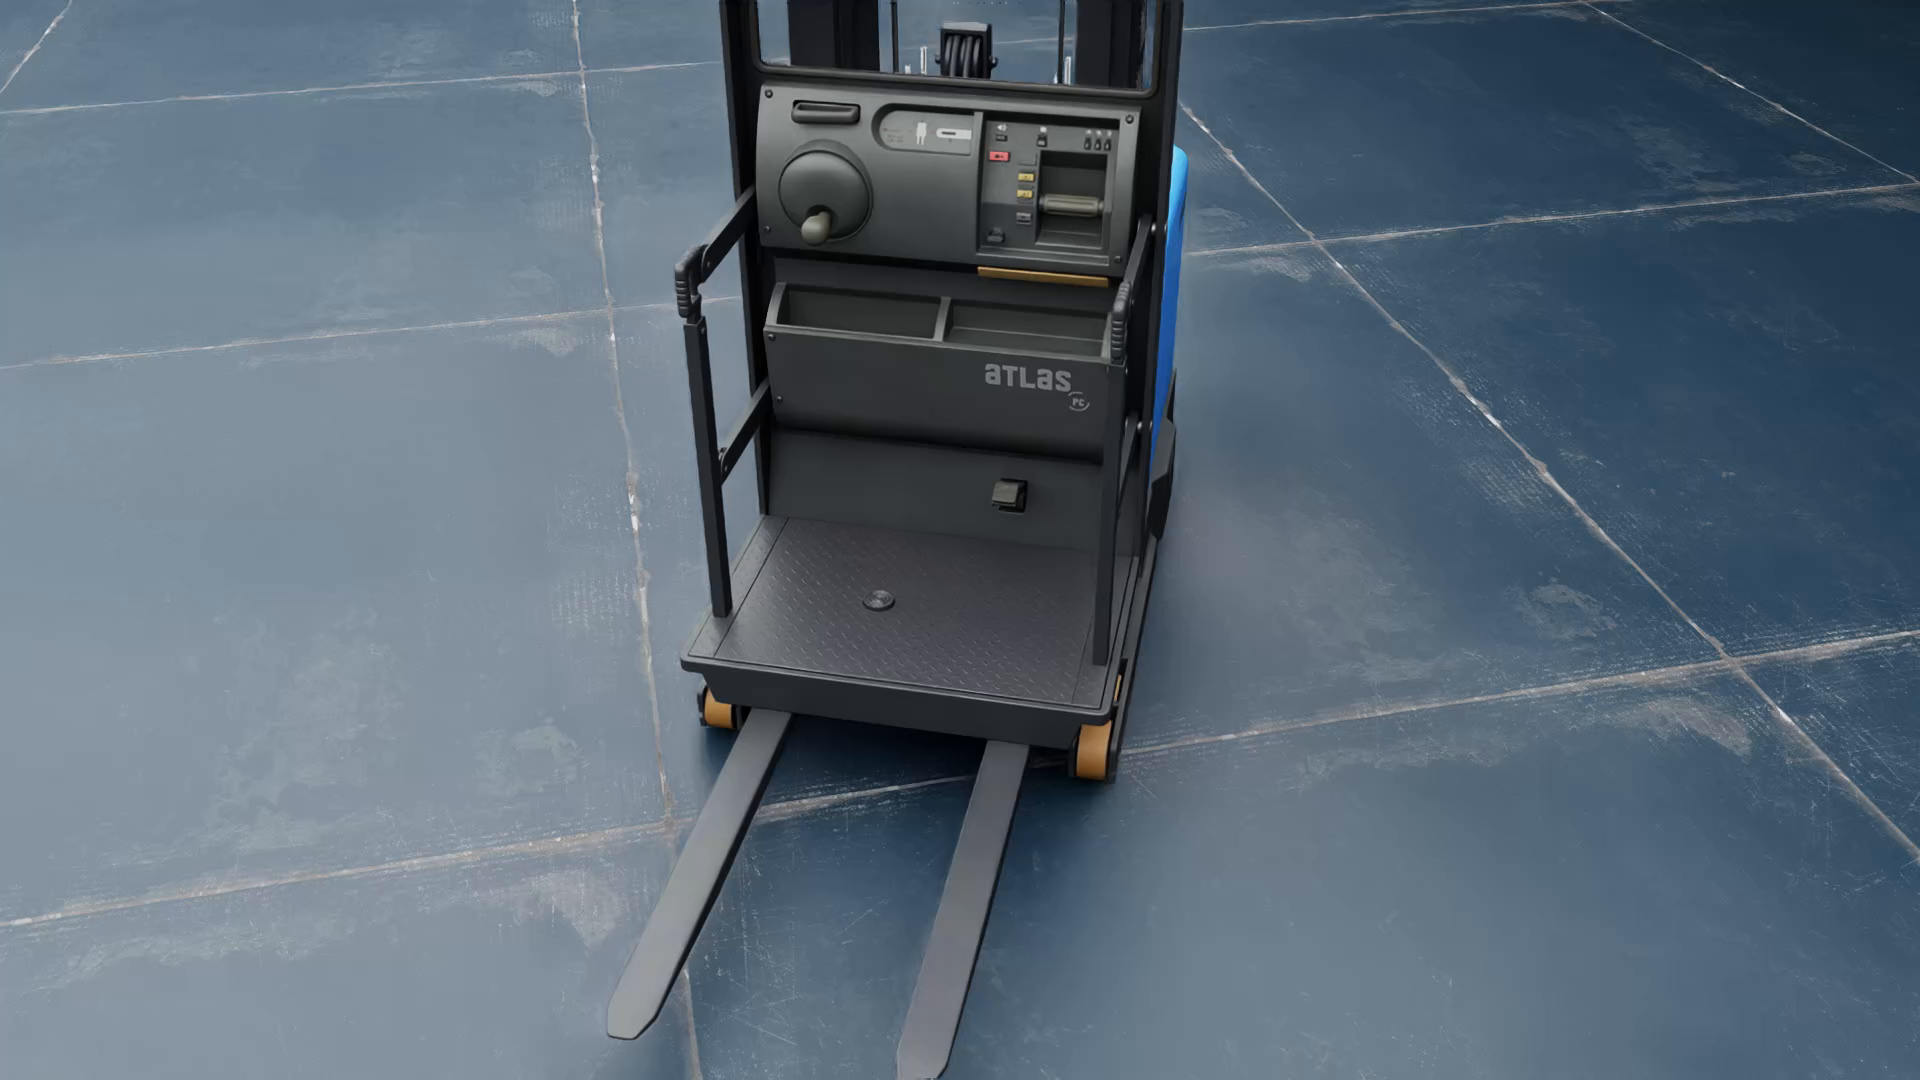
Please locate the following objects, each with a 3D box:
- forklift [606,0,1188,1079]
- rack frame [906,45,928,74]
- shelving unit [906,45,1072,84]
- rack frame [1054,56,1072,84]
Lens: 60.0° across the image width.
[{"bbox_3d":[-0.080,-0.820,3.842,1.130,2.935,3.031,7,34,10],"label":"forklift"},{"bbox_3d":[-0.148,-1.080,5.773,0.015,1.200,0.240,7,32,11],"label":"rack frame"},{"bbox_3d":[0.090,-1.050,5.727,0.503,1.200,0.258,7,32,11],"label":"shelving unit"},{"bbox_3d":[0.328,-1.019,5.681,0.015,1.200,0.240,7,32,11],"label":"rack frame"}]
